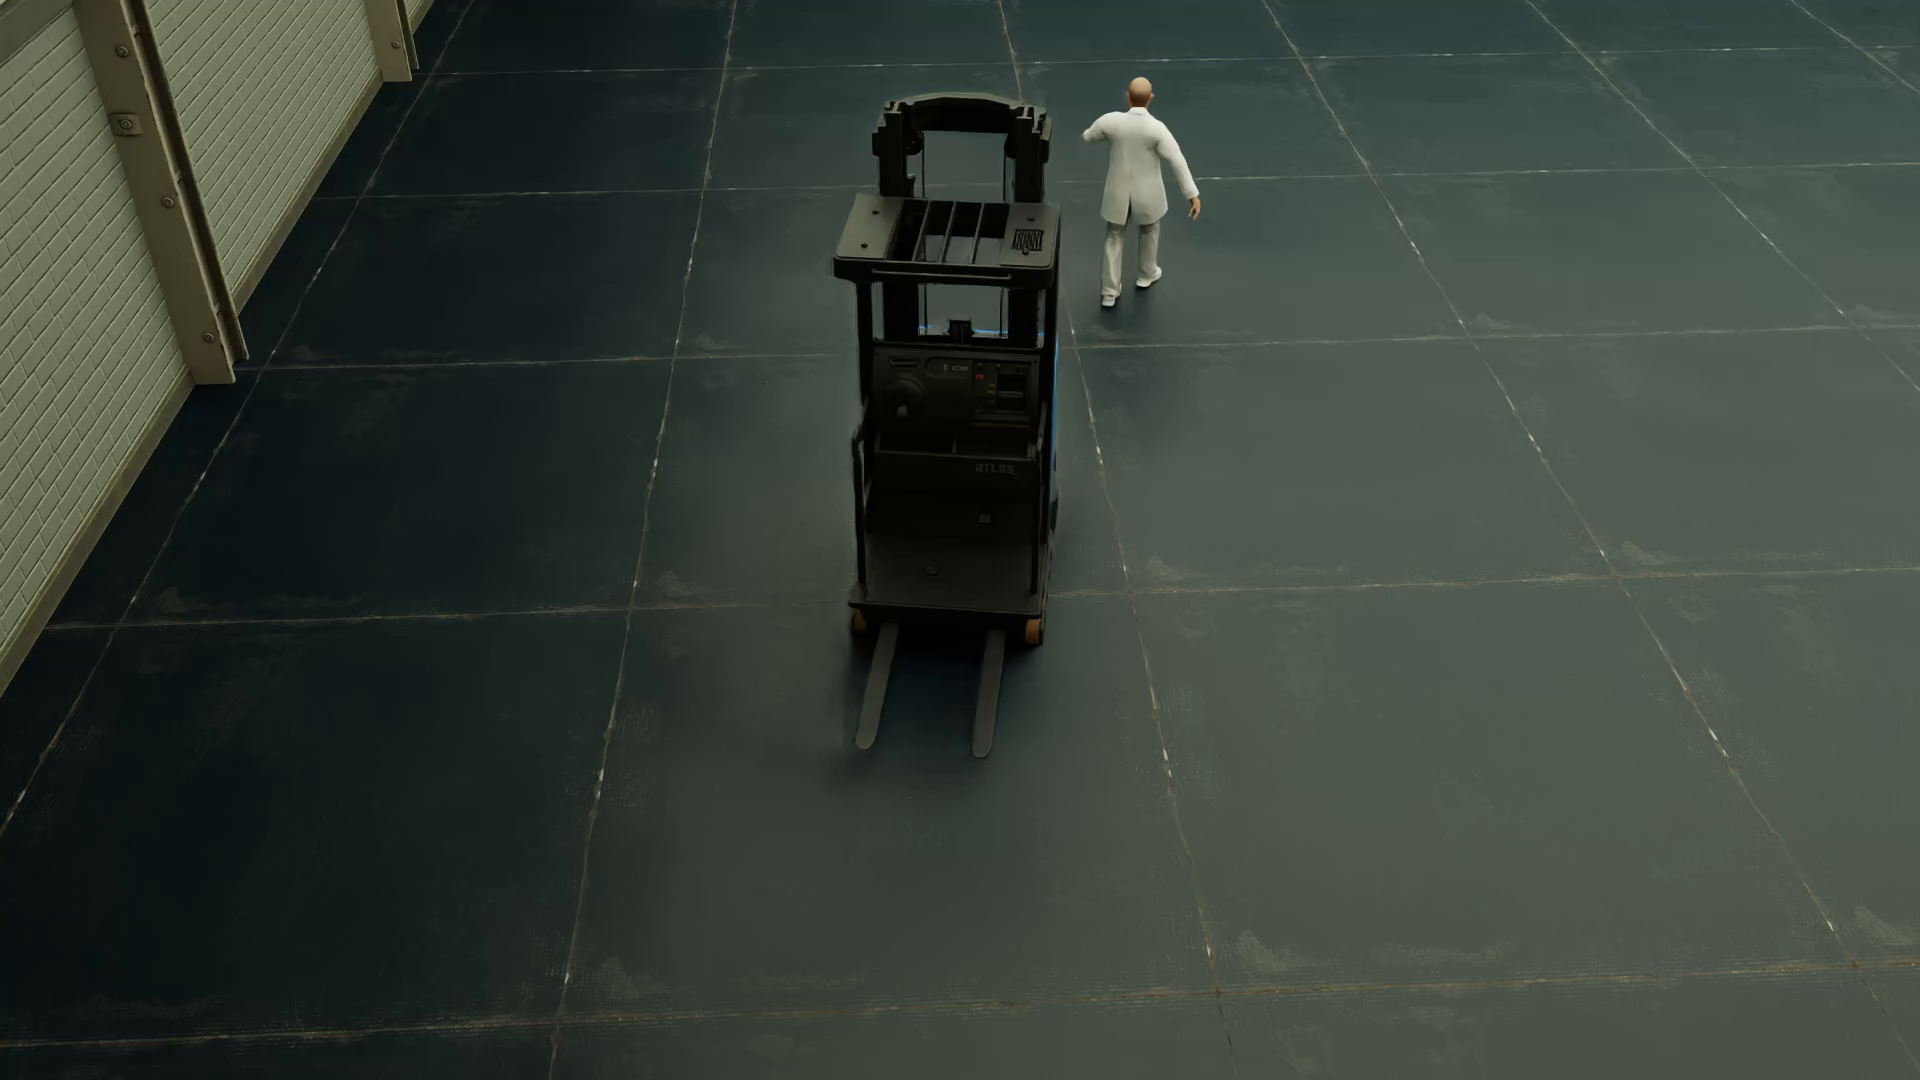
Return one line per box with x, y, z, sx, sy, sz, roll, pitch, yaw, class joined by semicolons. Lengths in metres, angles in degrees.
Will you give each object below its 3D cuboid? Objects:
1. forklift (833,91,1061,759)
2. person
-0.044;-0.787;9.091;1.130;2.935;3.031;4;36;5;forklift
1.377;-2.693;12.727;1.023;1.756;0.810;11;37;14;person
